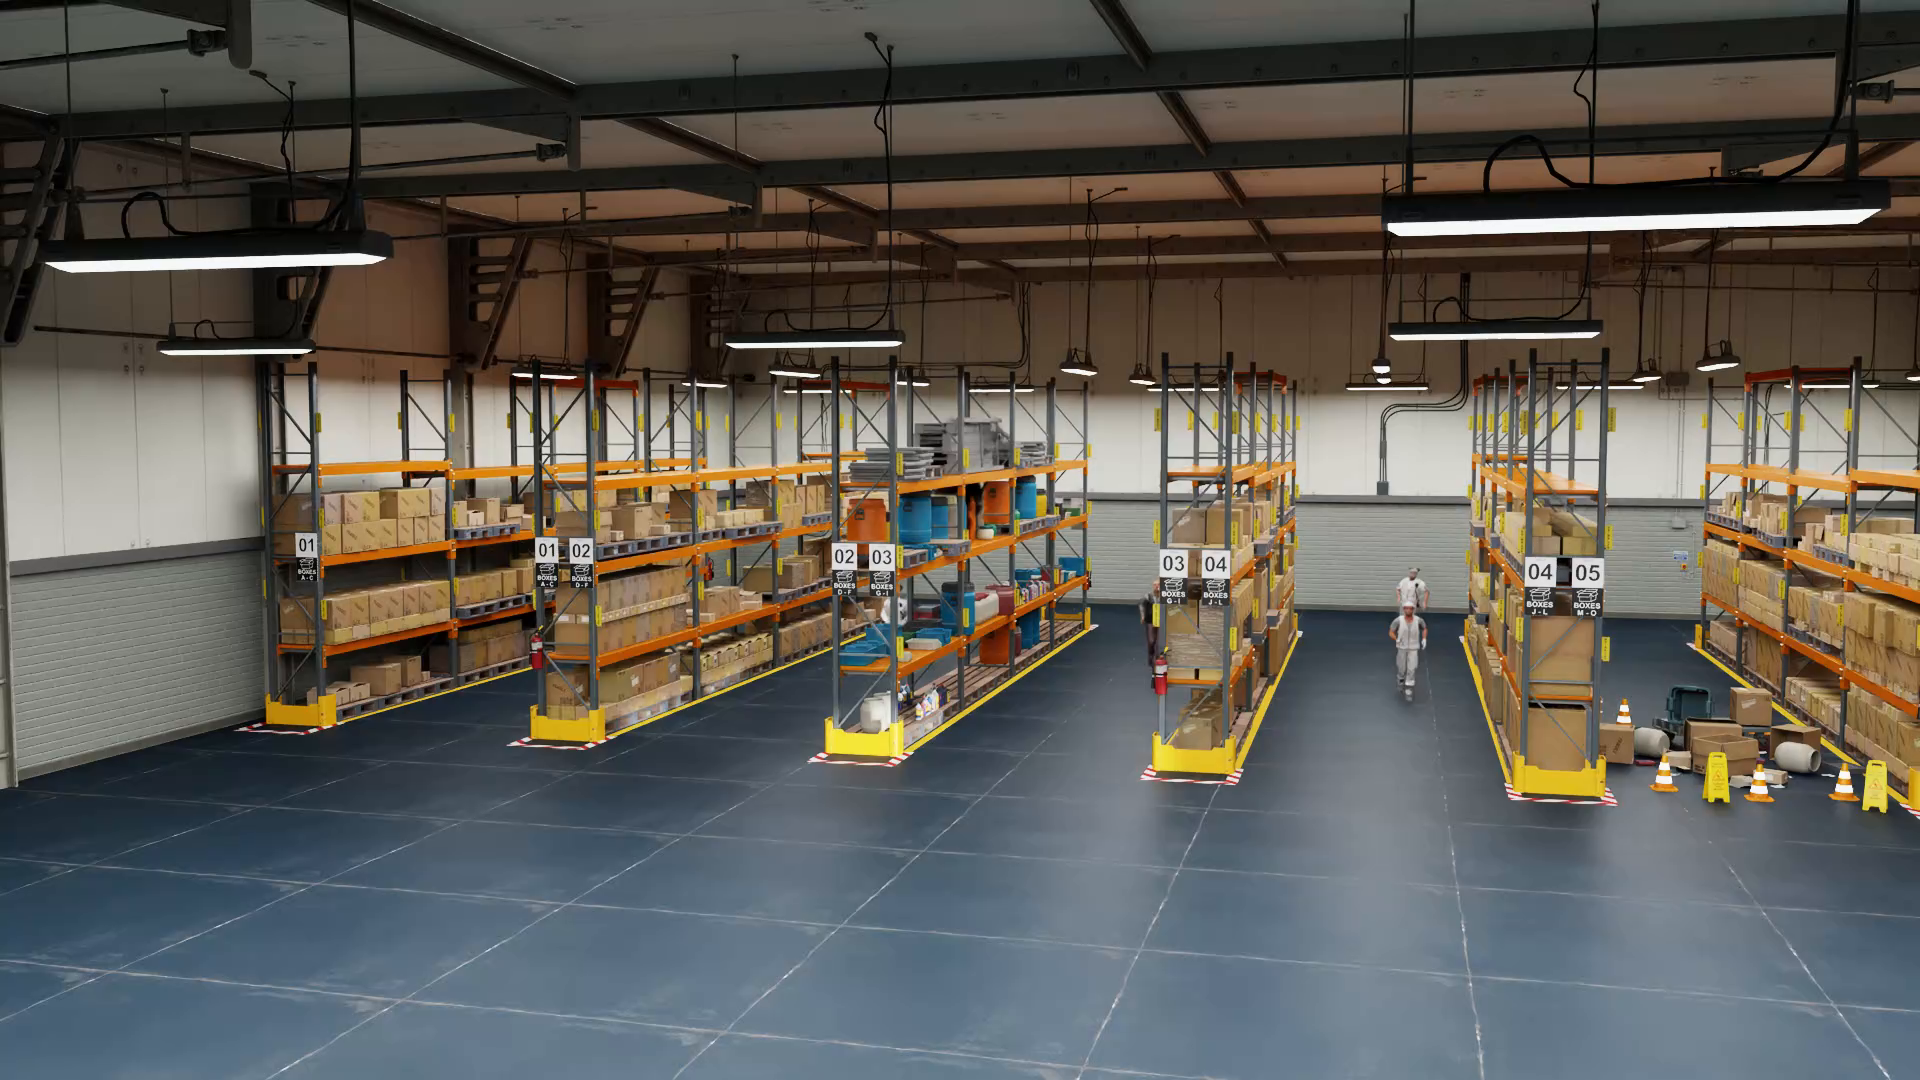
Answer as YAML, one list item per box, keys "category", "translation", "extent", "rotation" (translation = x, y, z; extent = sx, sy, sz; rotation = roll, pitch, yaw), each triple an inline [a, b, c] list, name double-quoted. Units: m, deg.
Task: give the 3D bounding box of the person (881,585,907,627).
- category: "person"
  translation: [-1.226, 1.659, 31.622]
  extent: [0.567, 1.659, 0.480]
  rotation: [1, 4, 10]

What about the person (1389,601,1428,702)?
- category: "person"
  translation: [8.125, 1.994, 30.147]
  extent: [0.686, 1.792, 0.839]
  rotation: [1, 4, 11]

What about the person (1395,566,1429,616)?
- category: "person"
  translation: [10.201, 1.494, 37.746]
  extent: [0.711, 1.796, 0.619]
  rotation: [3, 5, 39]

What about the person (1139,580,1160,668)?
- category: "person"
  translation: [3.751, 1.627, 31.845]
  extent: [0.644, 1.703, 0.592]
  rotation: [0, 4, 6]
